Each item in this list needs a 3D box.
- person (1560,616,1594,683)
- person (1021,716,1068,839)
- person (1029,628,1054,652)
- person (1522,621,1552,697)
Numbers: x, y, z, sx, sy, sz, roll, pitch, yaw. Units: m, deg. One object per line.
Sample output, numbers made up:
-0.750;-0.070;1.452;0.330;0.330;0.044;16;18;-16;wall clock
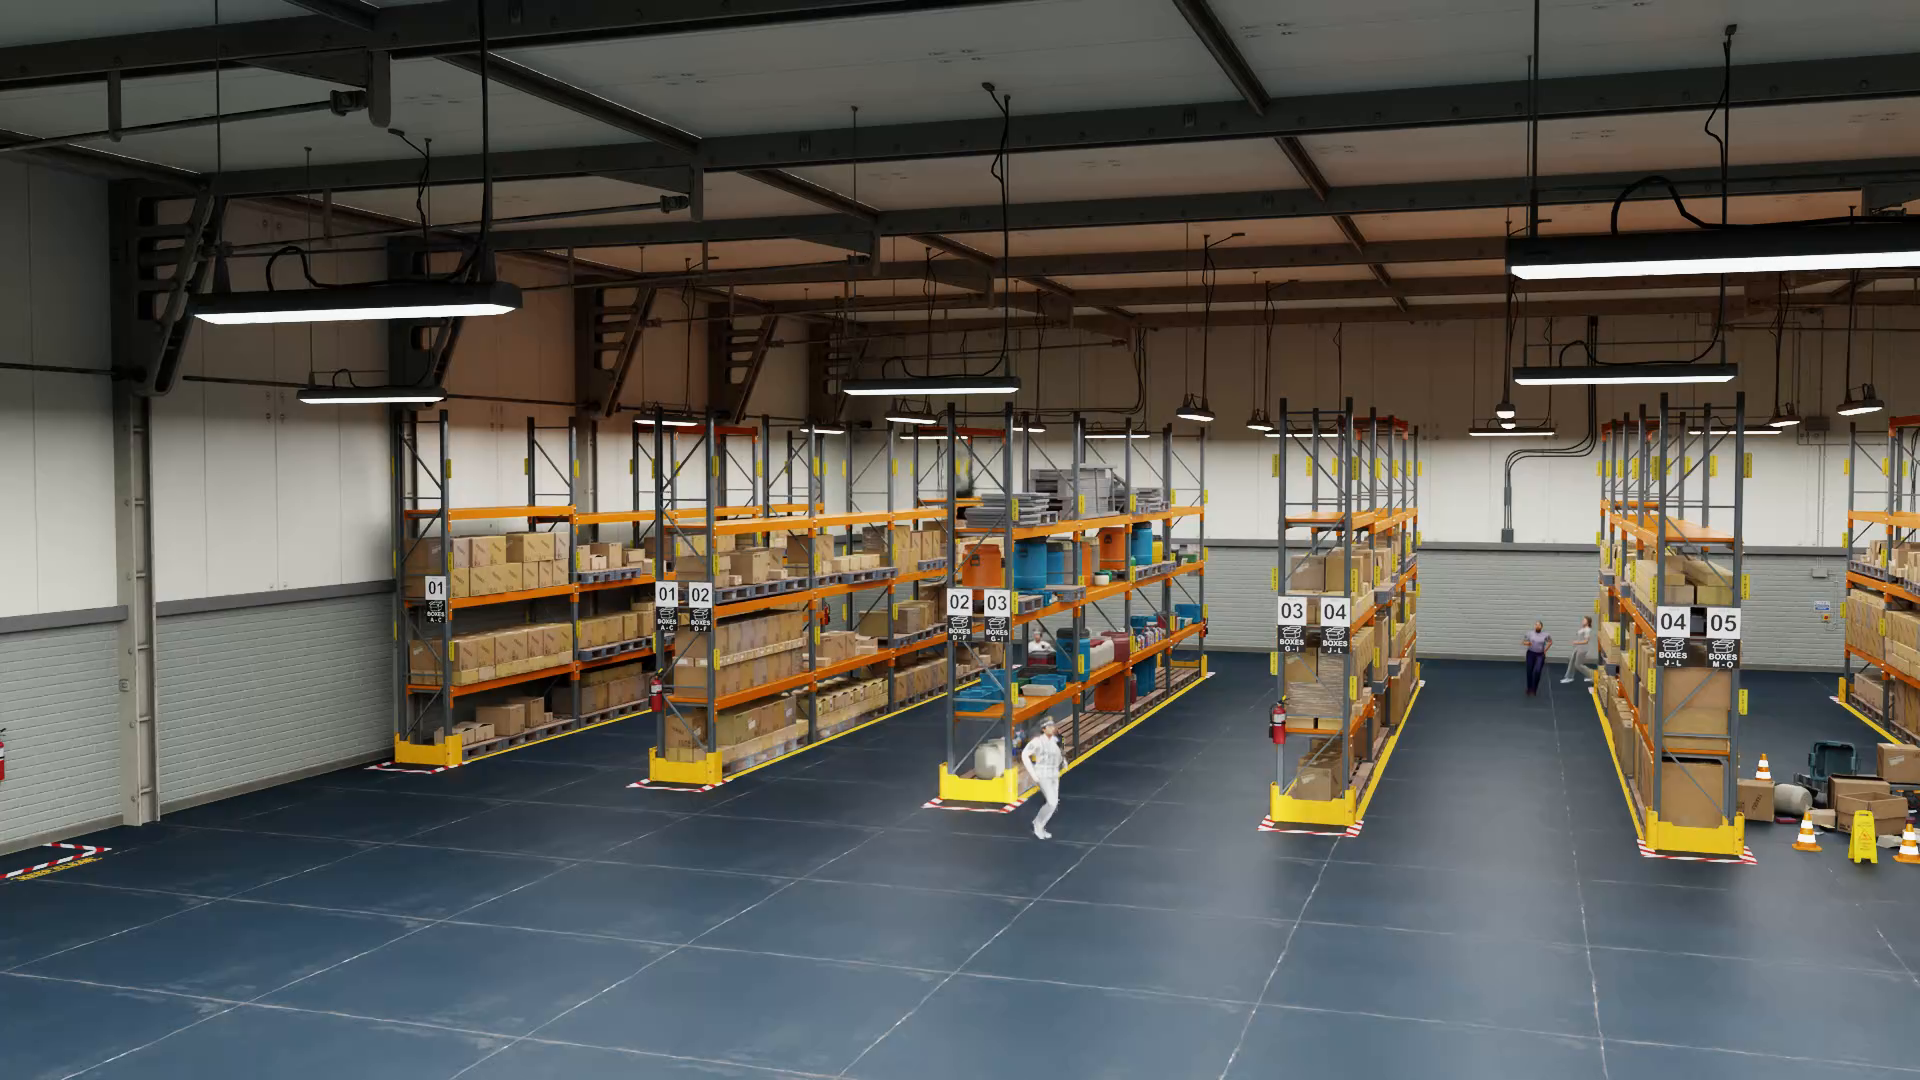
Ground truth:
14.307;2.545;38.461;0.763;1.622;0.683;1;3;16;person
1.189;3.197;22.391;0.669;1.670;0.527;-2;3;-41;person
1.596;2.650;34.226;0.610;1.688;0.910;1;3;16;person
12.726;2.631;36.697;0.604;1.700;0.734;1;3;27;person
